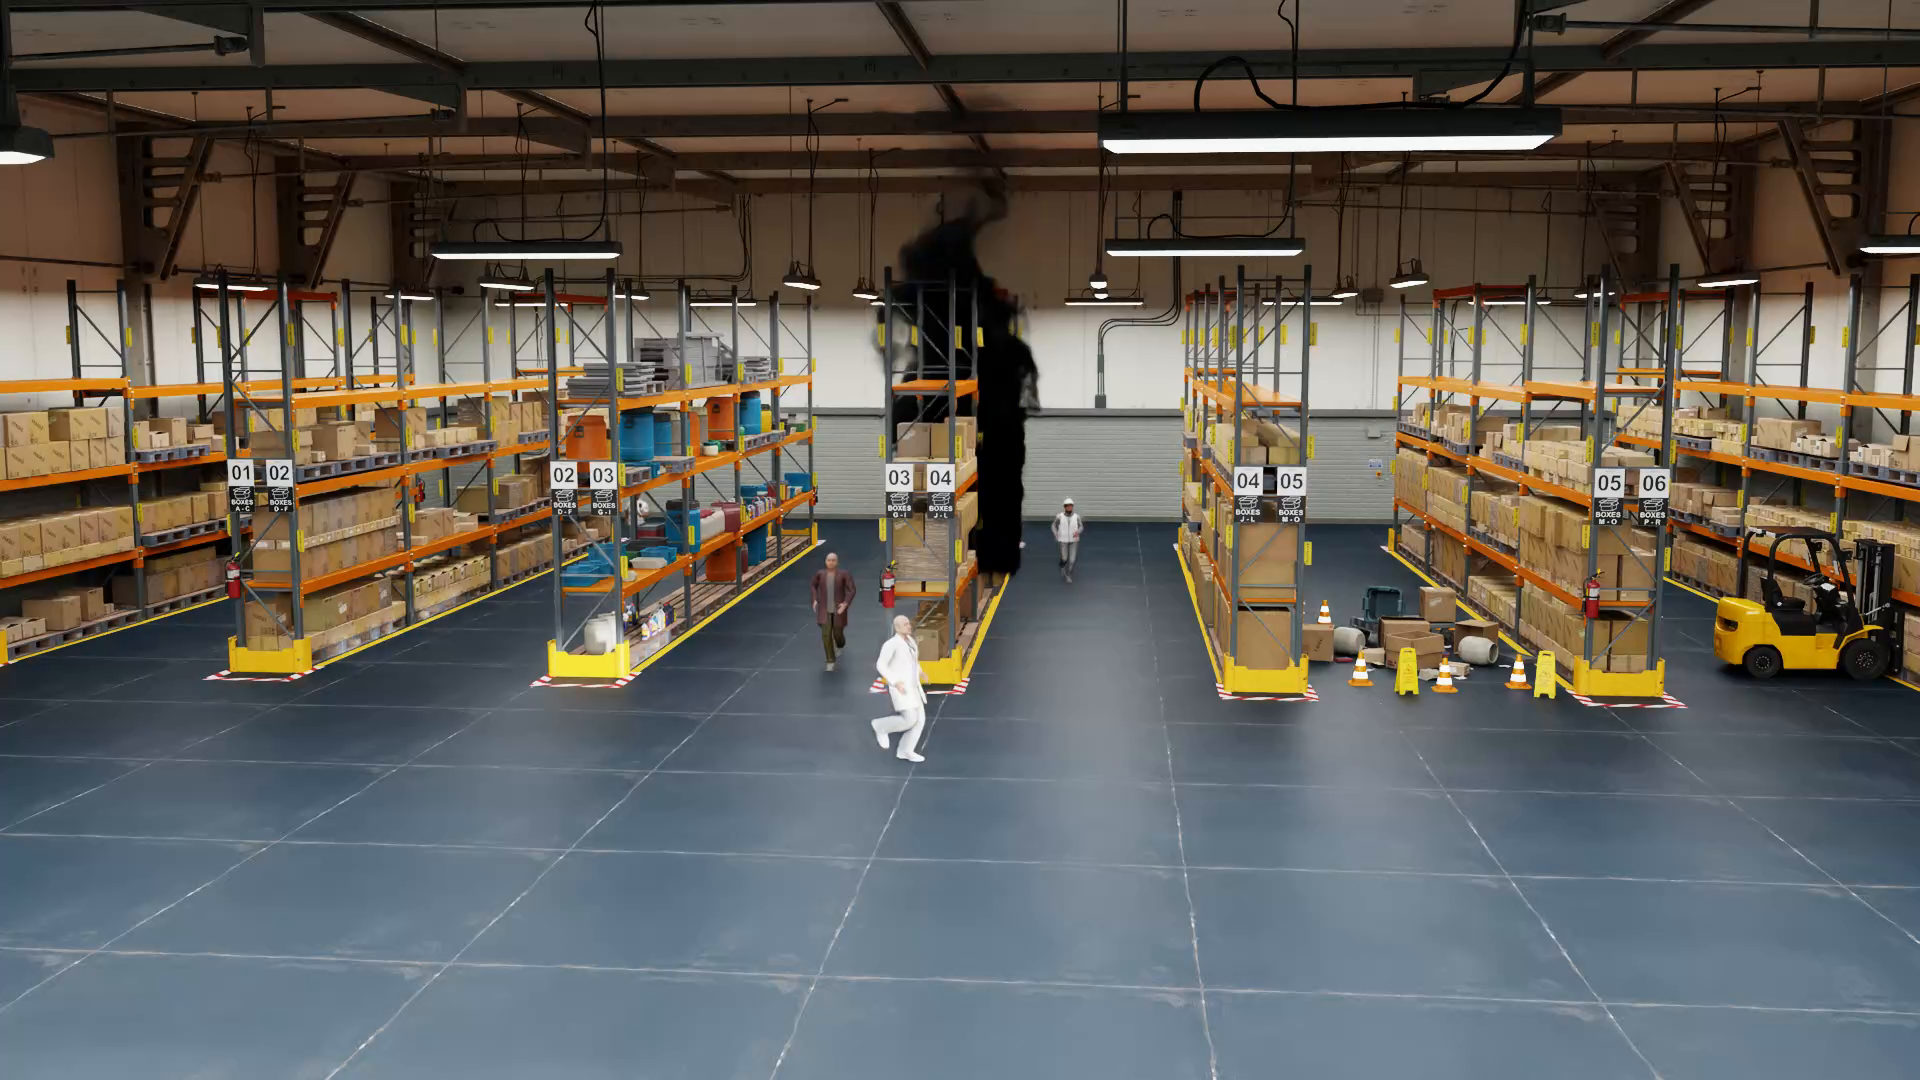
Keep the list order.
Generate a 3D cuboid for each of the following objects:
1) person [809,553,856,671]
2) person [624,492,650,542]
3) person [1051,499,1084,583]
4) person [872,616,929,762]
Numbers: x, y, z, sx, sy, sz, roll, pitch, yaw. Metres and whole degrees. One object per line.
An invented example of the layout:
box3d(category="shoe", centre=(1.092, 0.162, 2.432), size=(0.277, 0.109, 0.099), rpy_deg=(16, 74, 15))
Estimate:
box3d(category="person", centre=(-1.937, 1.061, 25.266), size=(0.731, 1.750, 0.875), rpy_deg=(1, 7, 5))
box3d(category="person", centre=(-7.129, -0.310, 36.672), size=(0.575, 1.684, 0.921), rpy_deg=(-1, 7, -7))
box3d(category="person", centre=(2.208, 0.024, 33.964), size=(0.652, 1.729, 0.569), rpy_deg=(0, 7, -3))
box3d(category="person", centre=(-0.708, 1.756, 19.775), size=(0.657, 1.737, 0.720), rpy_deg=(4, 8, 32))
